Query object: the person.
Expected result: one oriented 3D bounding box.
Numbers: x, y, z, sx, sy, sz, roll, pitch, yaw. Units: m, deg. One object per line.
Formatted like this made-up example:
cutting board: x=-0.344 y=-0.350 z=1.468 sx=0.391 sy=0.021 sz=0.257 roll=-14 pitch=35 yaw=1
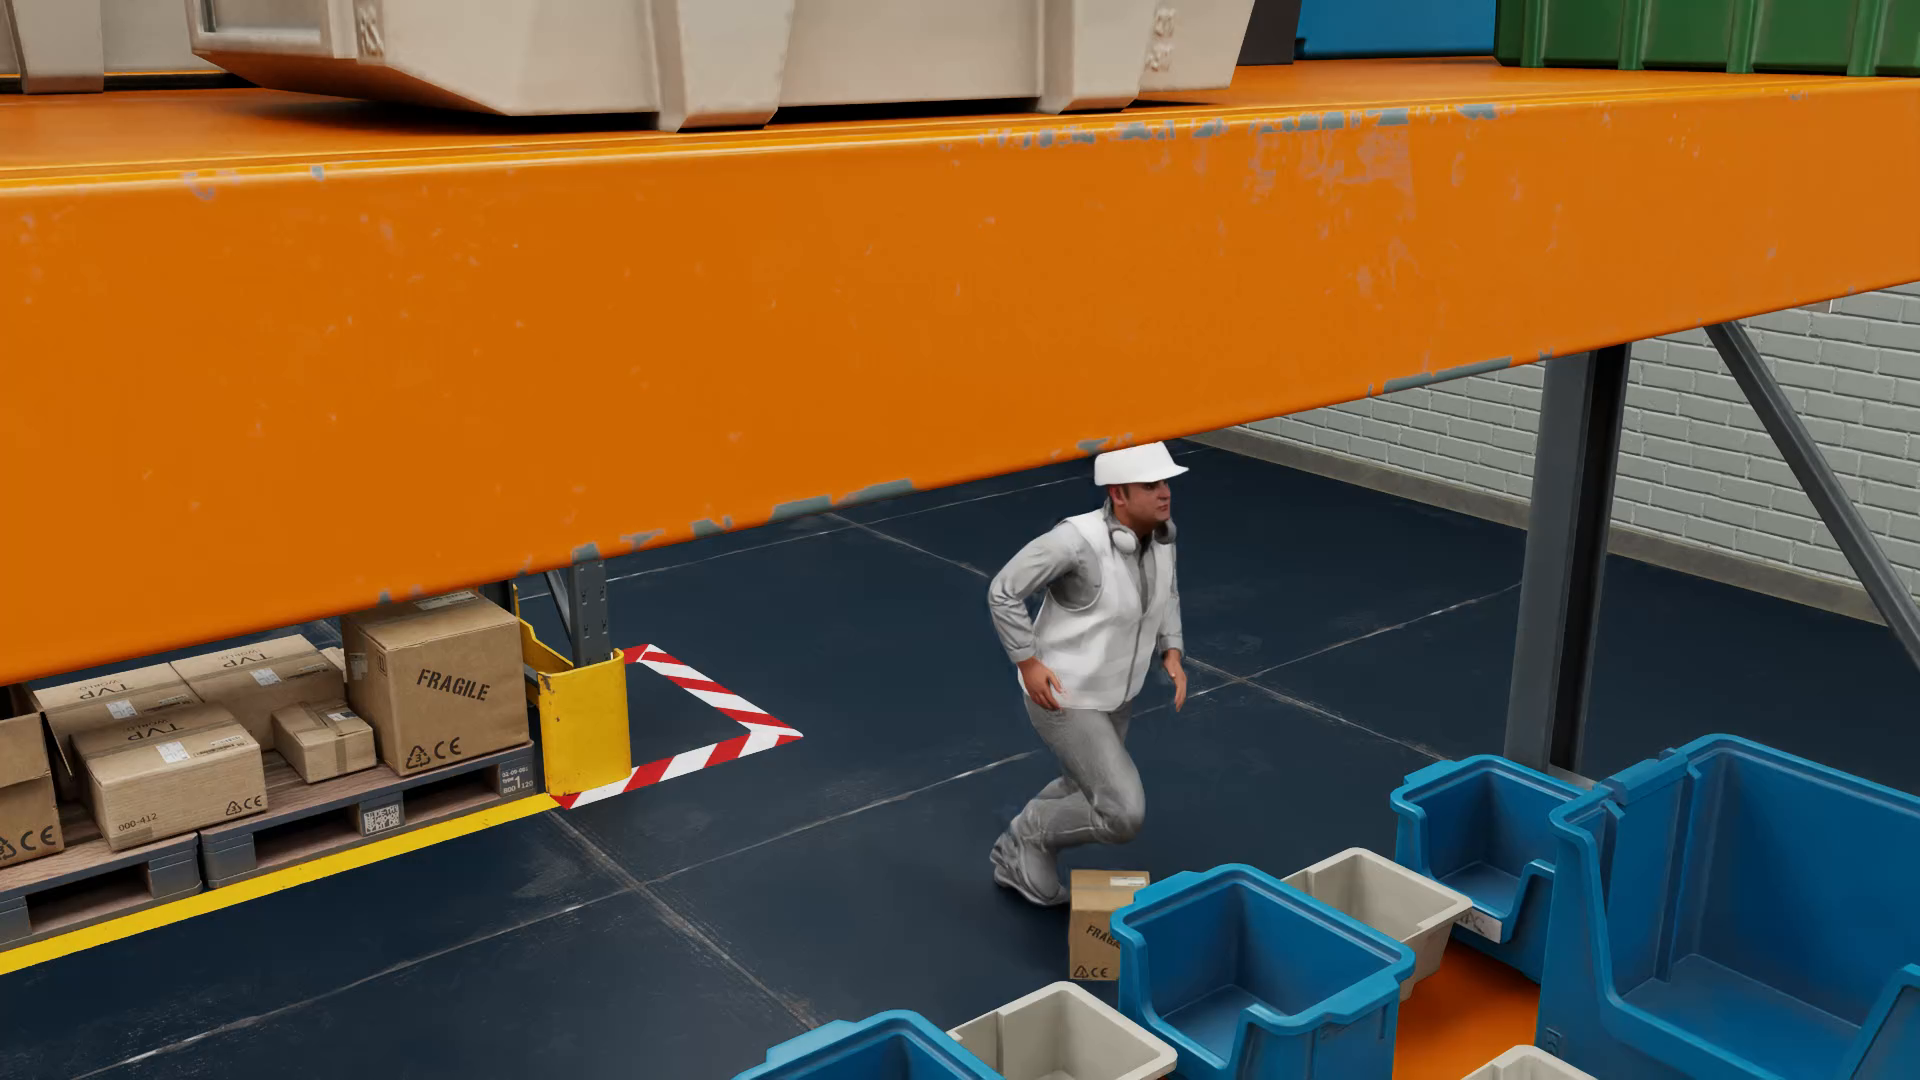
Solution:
person: x=0.372 y=0.441 z=5.244 sx=0.709 sy=1.682 sz=0.676 roll=15 pitch=23 yaw=38
